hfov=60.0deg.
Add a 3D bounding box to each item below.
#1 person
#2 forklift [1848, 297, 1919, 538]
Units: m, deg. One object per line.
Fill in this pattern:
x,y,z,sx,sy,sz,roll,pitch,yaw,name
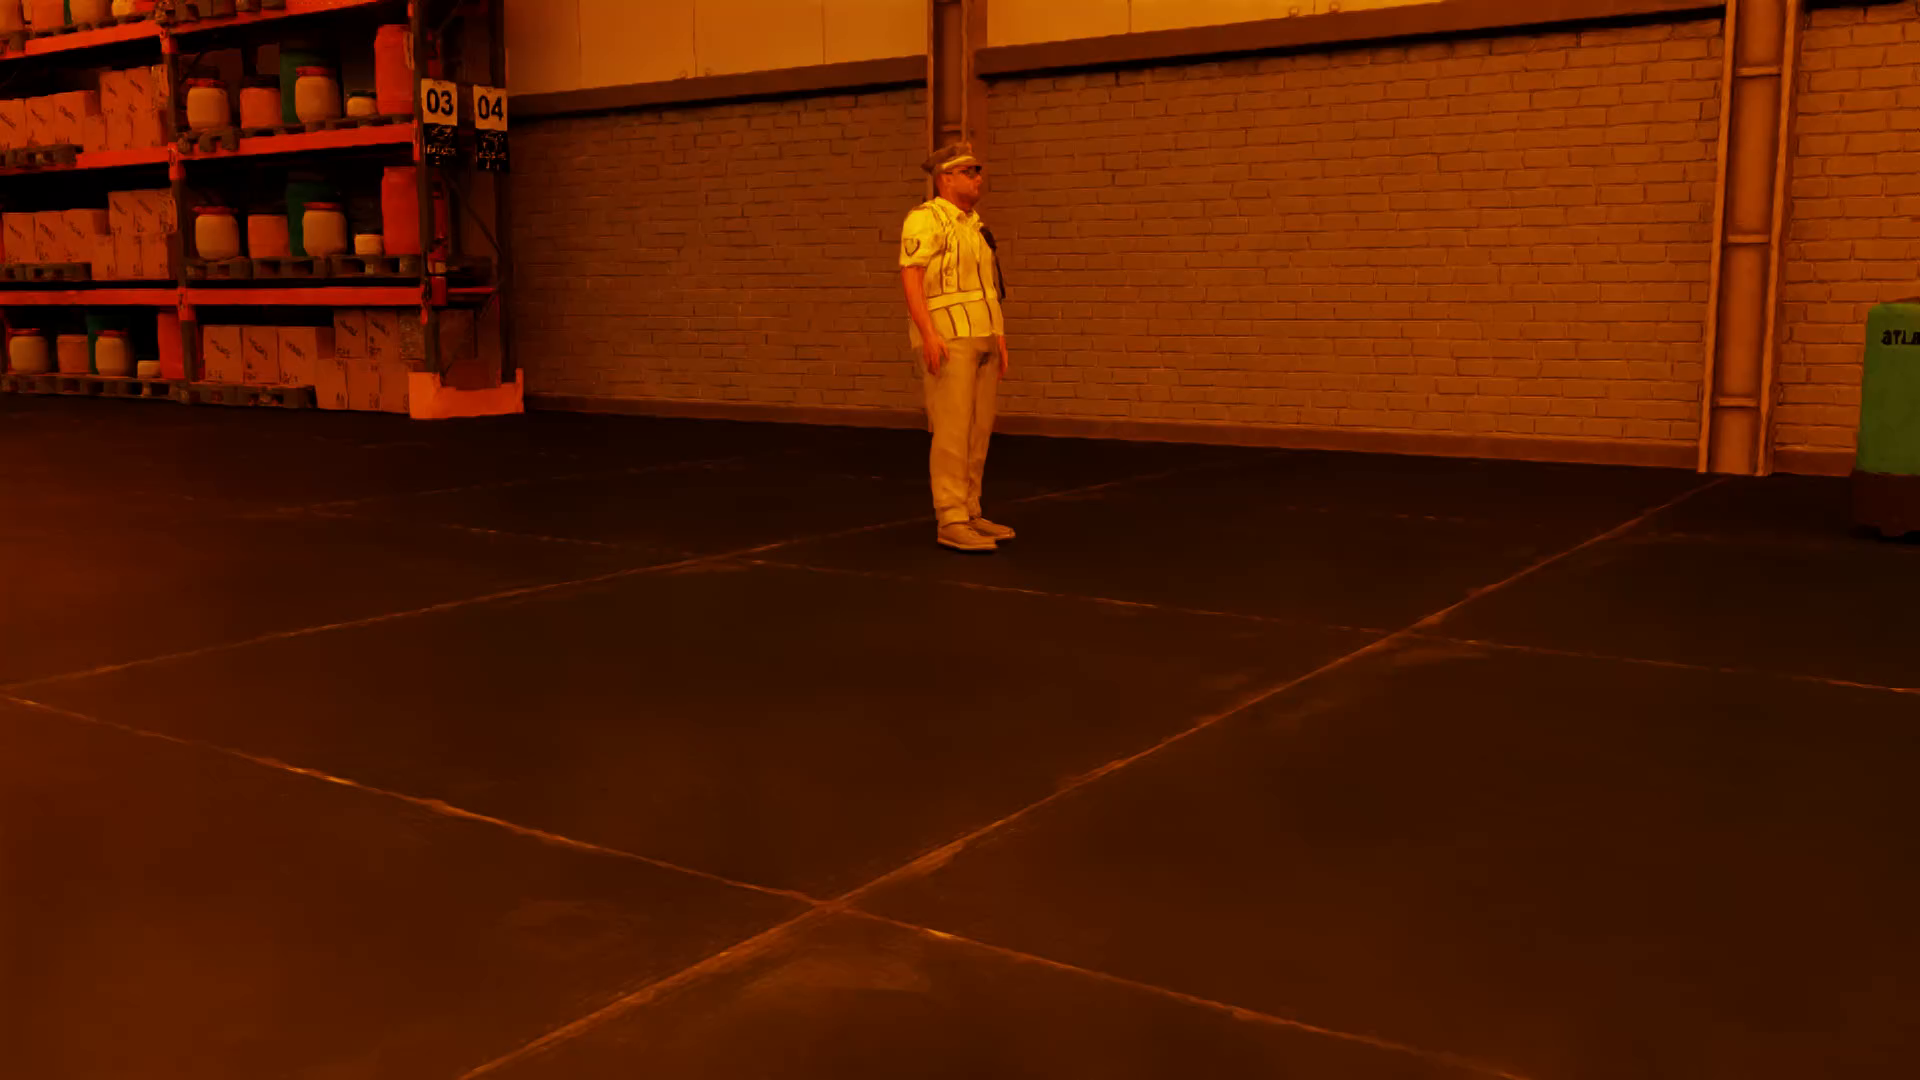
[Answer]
0.058,-0.878,7.425,0.574,1.773,0.640,5,10,34,person
5.370,-1.333,6.567,1.130,2.935,3.031,-6,10,-36,forklift
